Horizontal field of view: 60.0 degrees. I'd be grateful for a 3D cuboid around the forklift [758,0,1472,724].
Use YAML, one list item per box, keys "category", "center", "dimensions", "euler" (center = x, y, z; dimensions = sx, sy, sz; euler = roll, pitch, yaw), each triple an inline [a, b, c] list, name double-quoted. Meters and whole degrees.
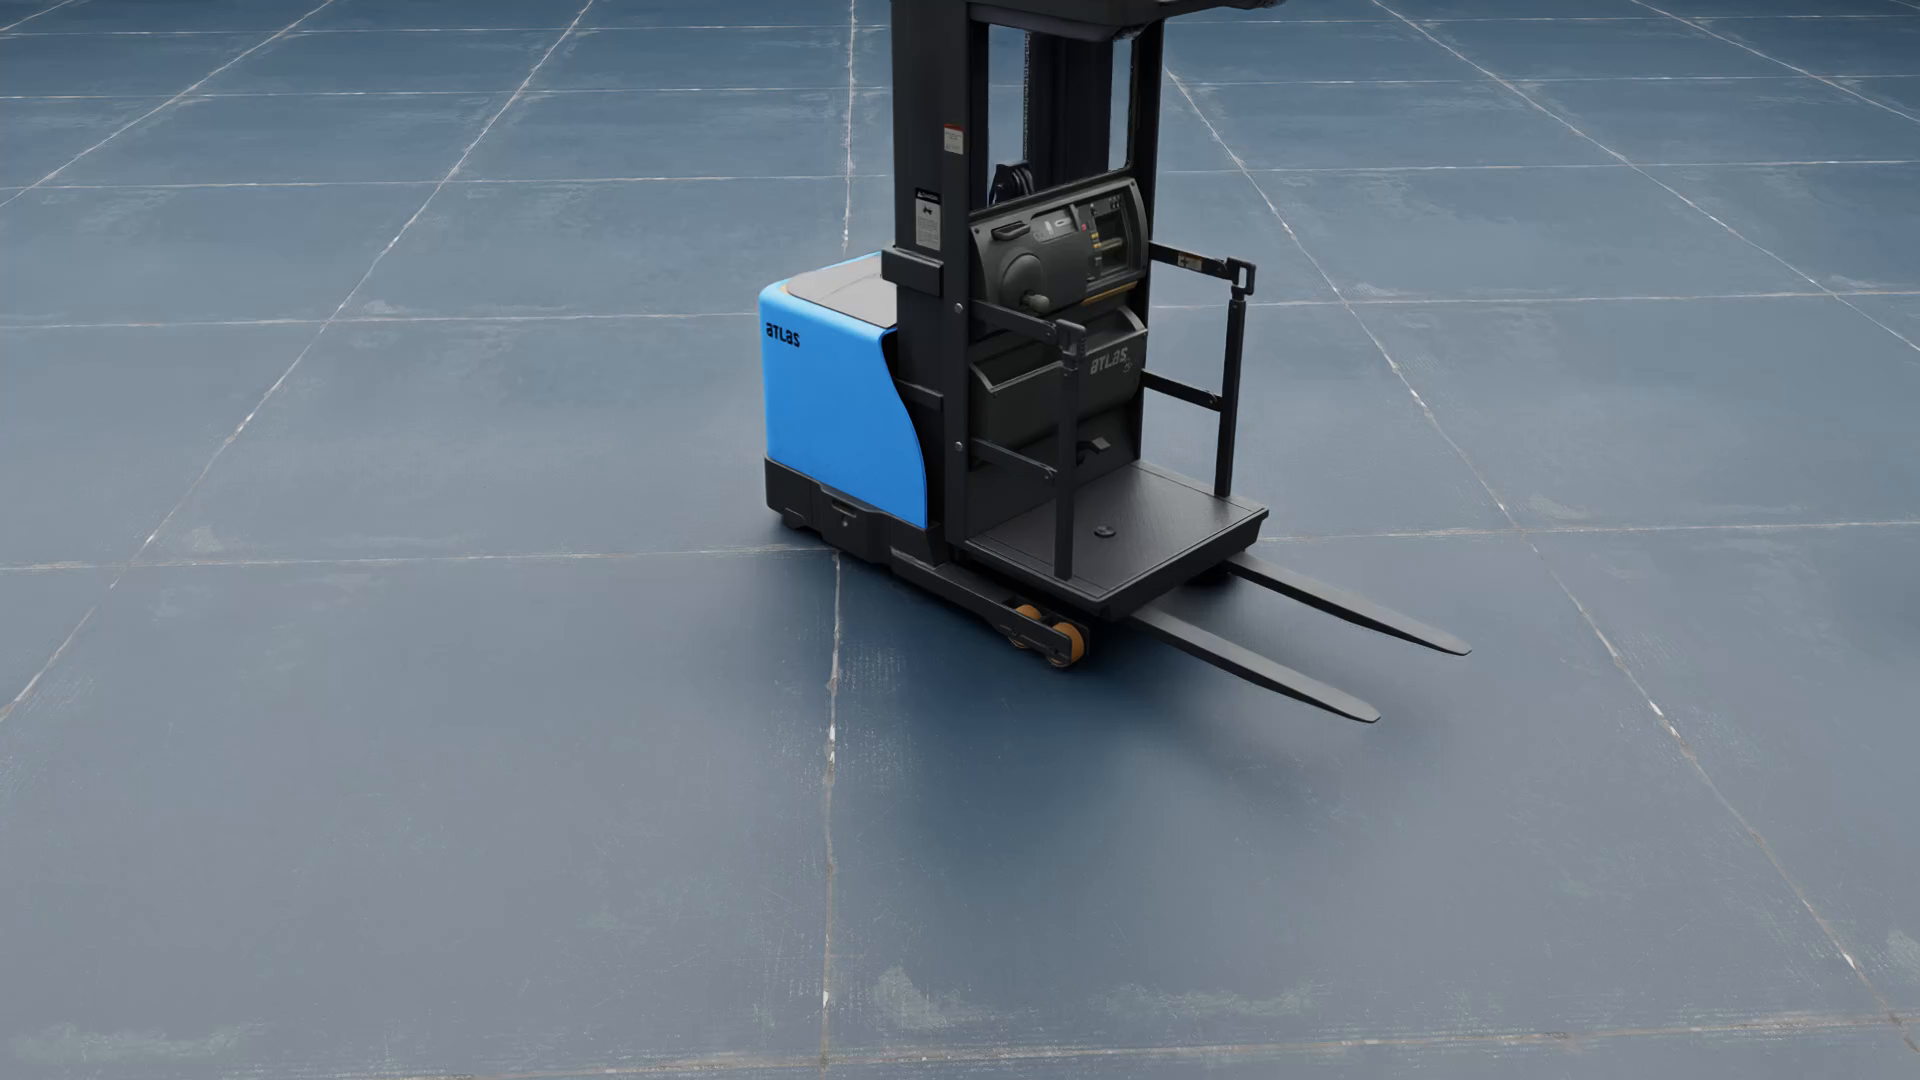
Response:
- category: "forklift"
  center: [0.540, -1.088, 6.167]
  dimensions: [3.031, 2.935, 1.130]
  euler: [24, 36, 38]
